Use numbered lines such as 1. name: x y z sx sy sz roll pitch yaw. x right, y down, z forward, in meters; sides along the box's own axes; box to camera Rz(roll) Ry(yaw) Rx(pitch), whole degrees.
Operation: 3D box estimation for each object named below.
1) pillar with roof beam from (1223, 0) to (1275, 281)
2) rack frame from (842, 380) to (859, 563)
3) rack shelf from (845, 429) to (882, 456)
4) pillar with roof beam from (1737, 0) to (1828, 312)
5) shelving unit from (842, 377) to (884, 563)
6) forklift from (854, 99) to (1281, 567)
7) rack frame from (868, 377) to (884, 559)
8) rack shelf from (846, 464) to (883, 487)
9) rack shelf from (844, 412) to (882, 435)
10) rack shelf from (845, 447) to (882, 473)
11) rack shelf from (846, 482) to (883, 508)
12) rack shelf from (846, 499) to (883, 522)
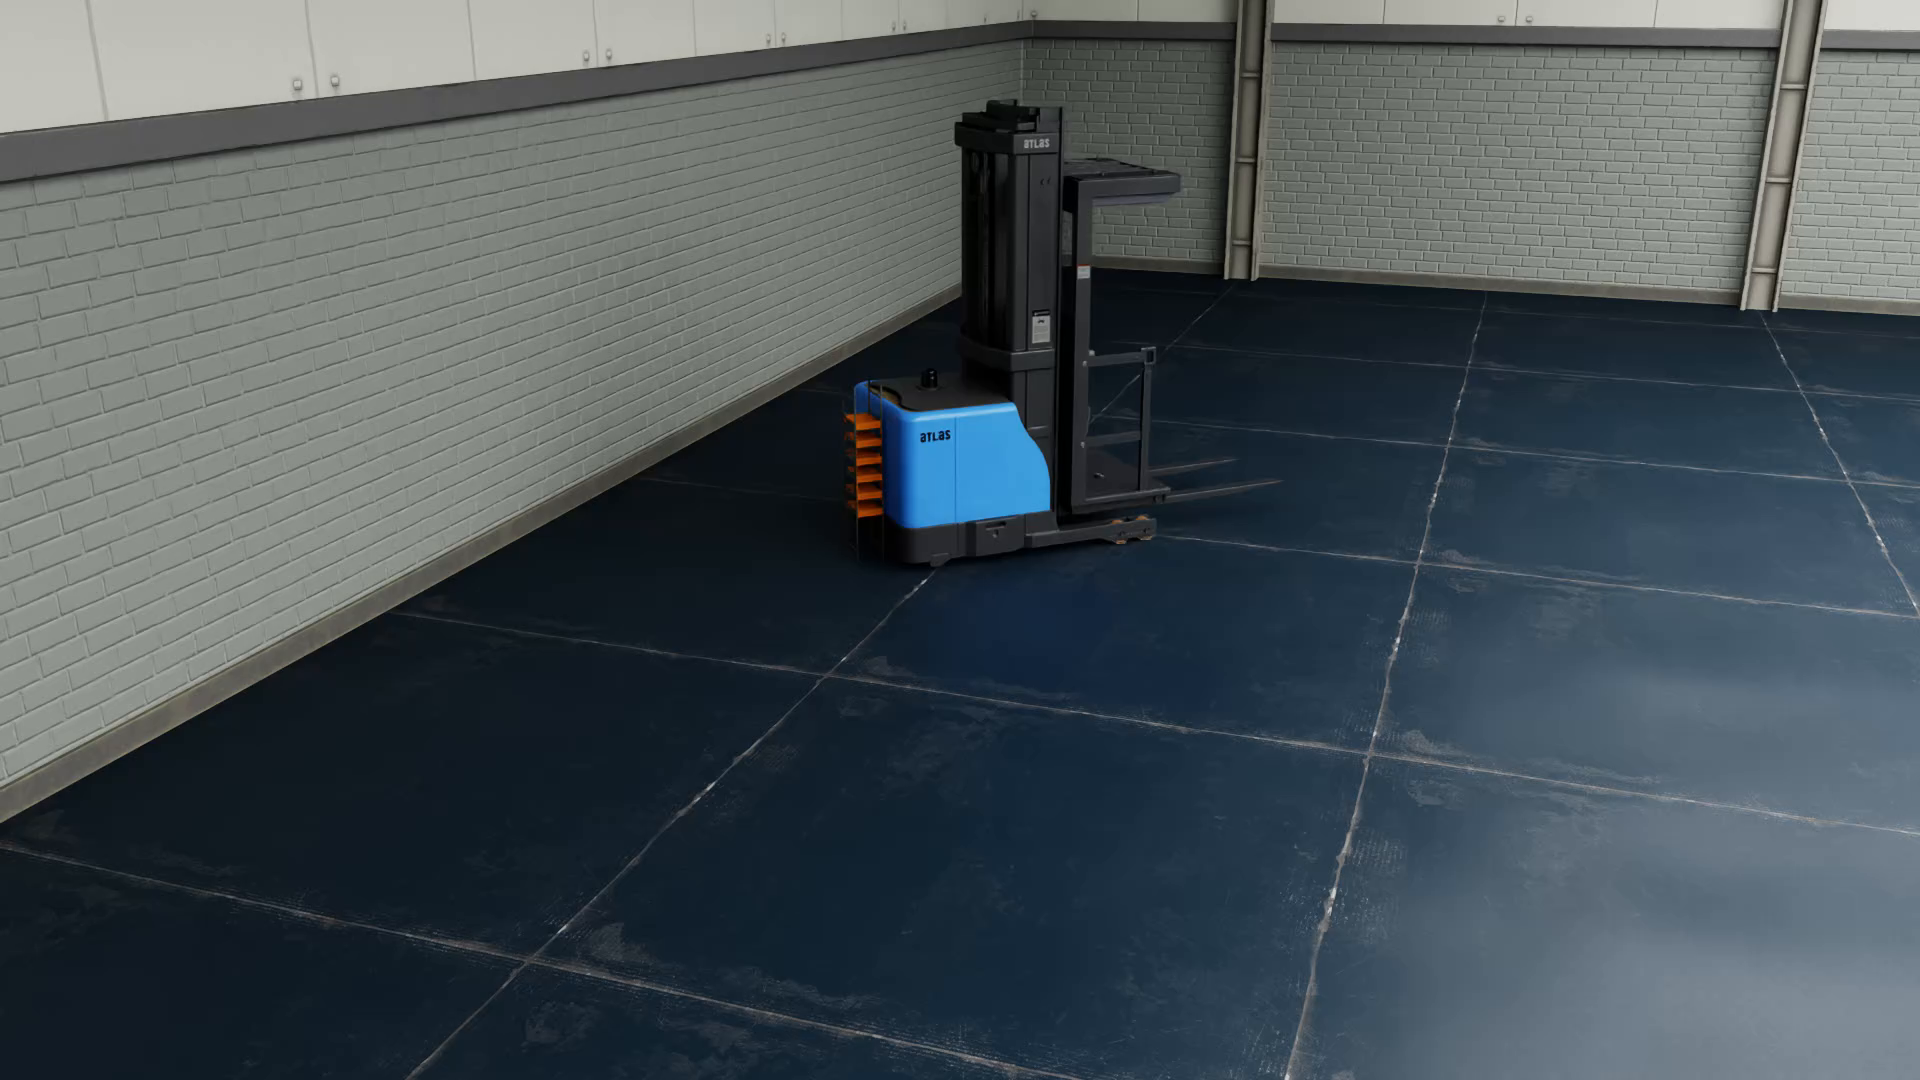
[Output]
1. pillar with roof beam: 2.162 -6.244 15.819 0.400 9.000 9.100 7 20 18
2. rack frame: -0.730 -0.451 11.048 0.006 1.200 0.240 -8 21 -22
3. rack shelf: -0.646 -0.648 11.018 0.180 0.103 0.258 -8 21 -22
4. pillar with roof beam: 7.830 -5.596 13.959 0.400 9.000 9.100 7 20 18
5. shelving unit: -0.646 -0.463 11.082 0.189 1.200 0.258 -8 21 -22
6. forklift: 0.819 -1.505 11.441 3.031 2.935 1.130 -8 21 -22
7. rack frame: -0.562 -0.475 11.116 0.006 1.200 0.240 -8 21 -22
8. rack shelf: -0.646 -0.421 11.097 0.180 0.103 0.258 -8 21 -22
9. rack shelf: -0.646 -0.761 10.978 0.180 0.103 0.258 -8 21 -22
10. rack shelf: -0.646 -0.534 11.057 0.180 0.103 0.258 -8 21 -22
11. rack shelf: -0.646 -0.308 11.136 0.180 0.103 0.258 -8 21 -22
12. rack shelf: -0.646 -0.195 11.176 0.180 0.103 0.258 -8 21 -22
